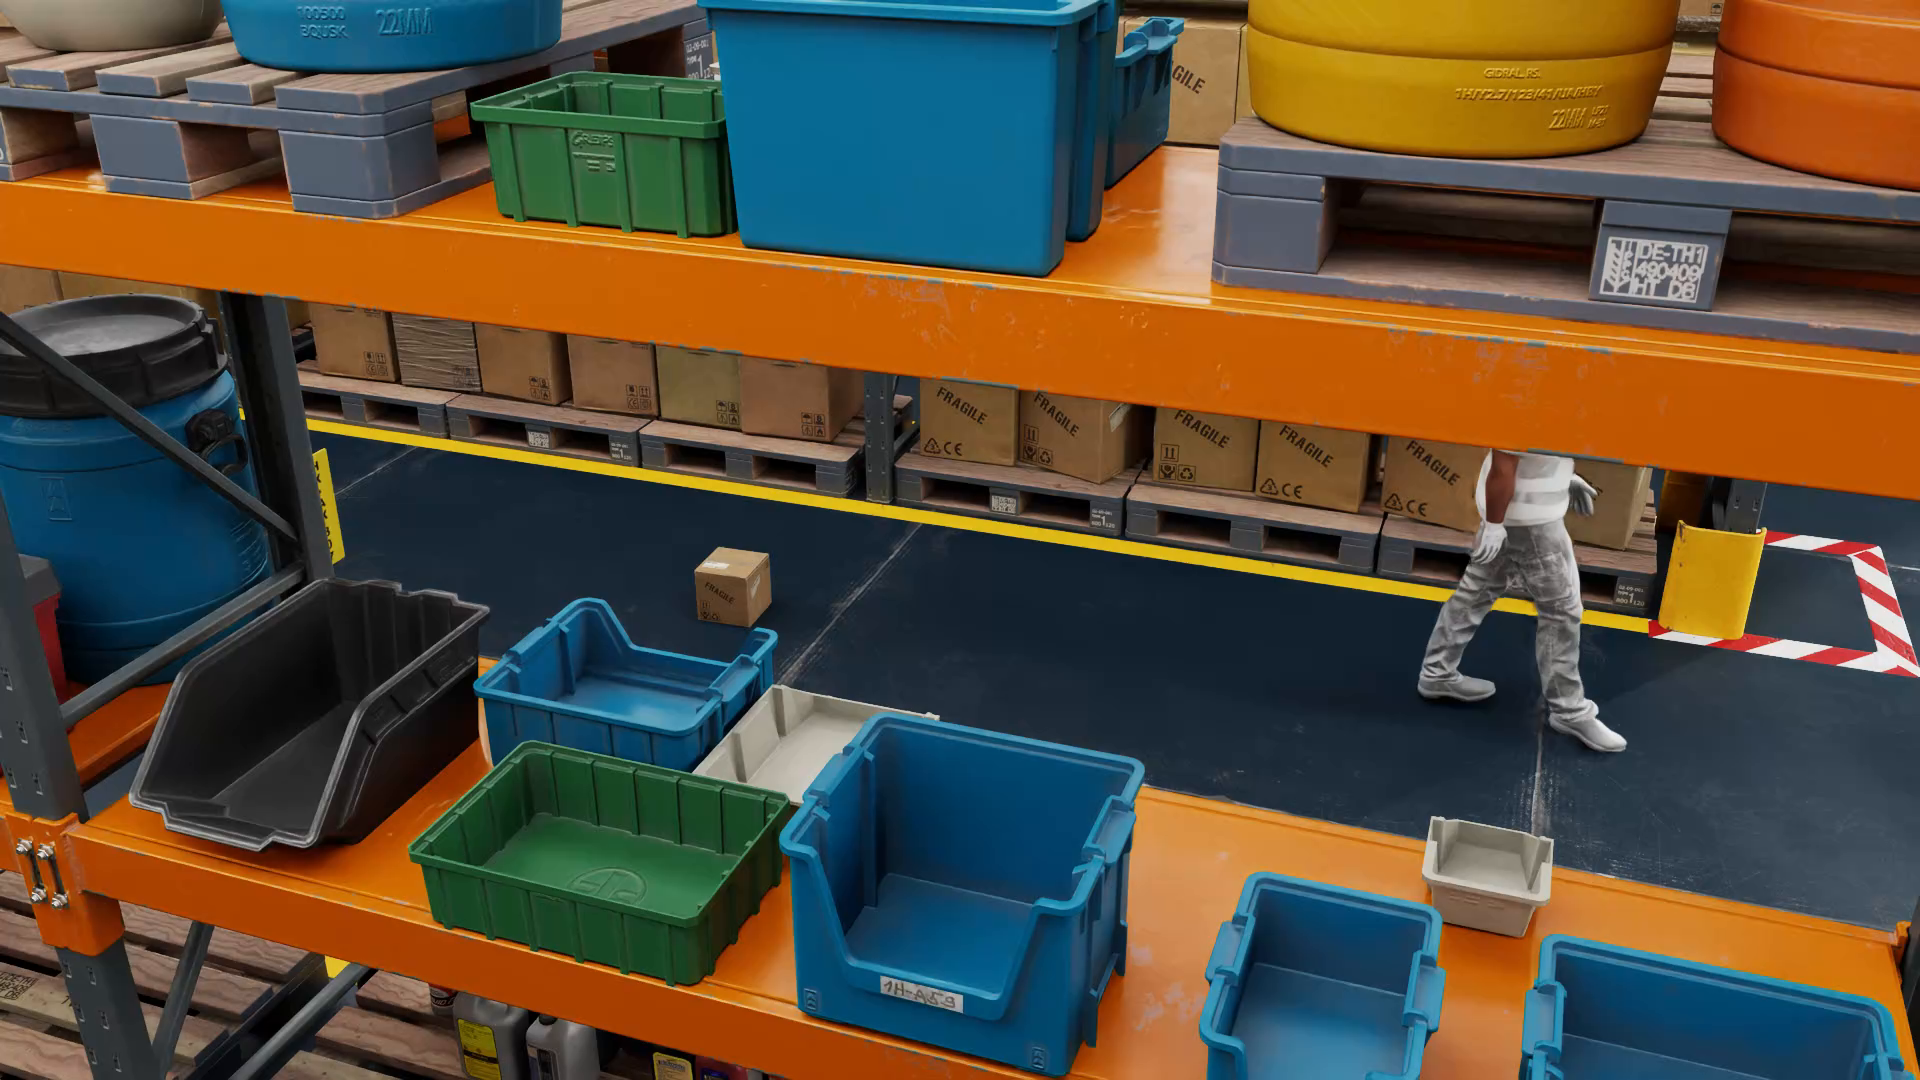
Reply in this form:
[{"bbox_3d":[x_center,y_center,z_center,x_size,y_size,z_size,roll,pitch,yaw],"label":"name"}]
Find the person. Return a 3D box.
[{"bbox_3d":[2.243,-0.105,6.304,0.794,1.798,0.560,6,26,13],"label":"person"}]
